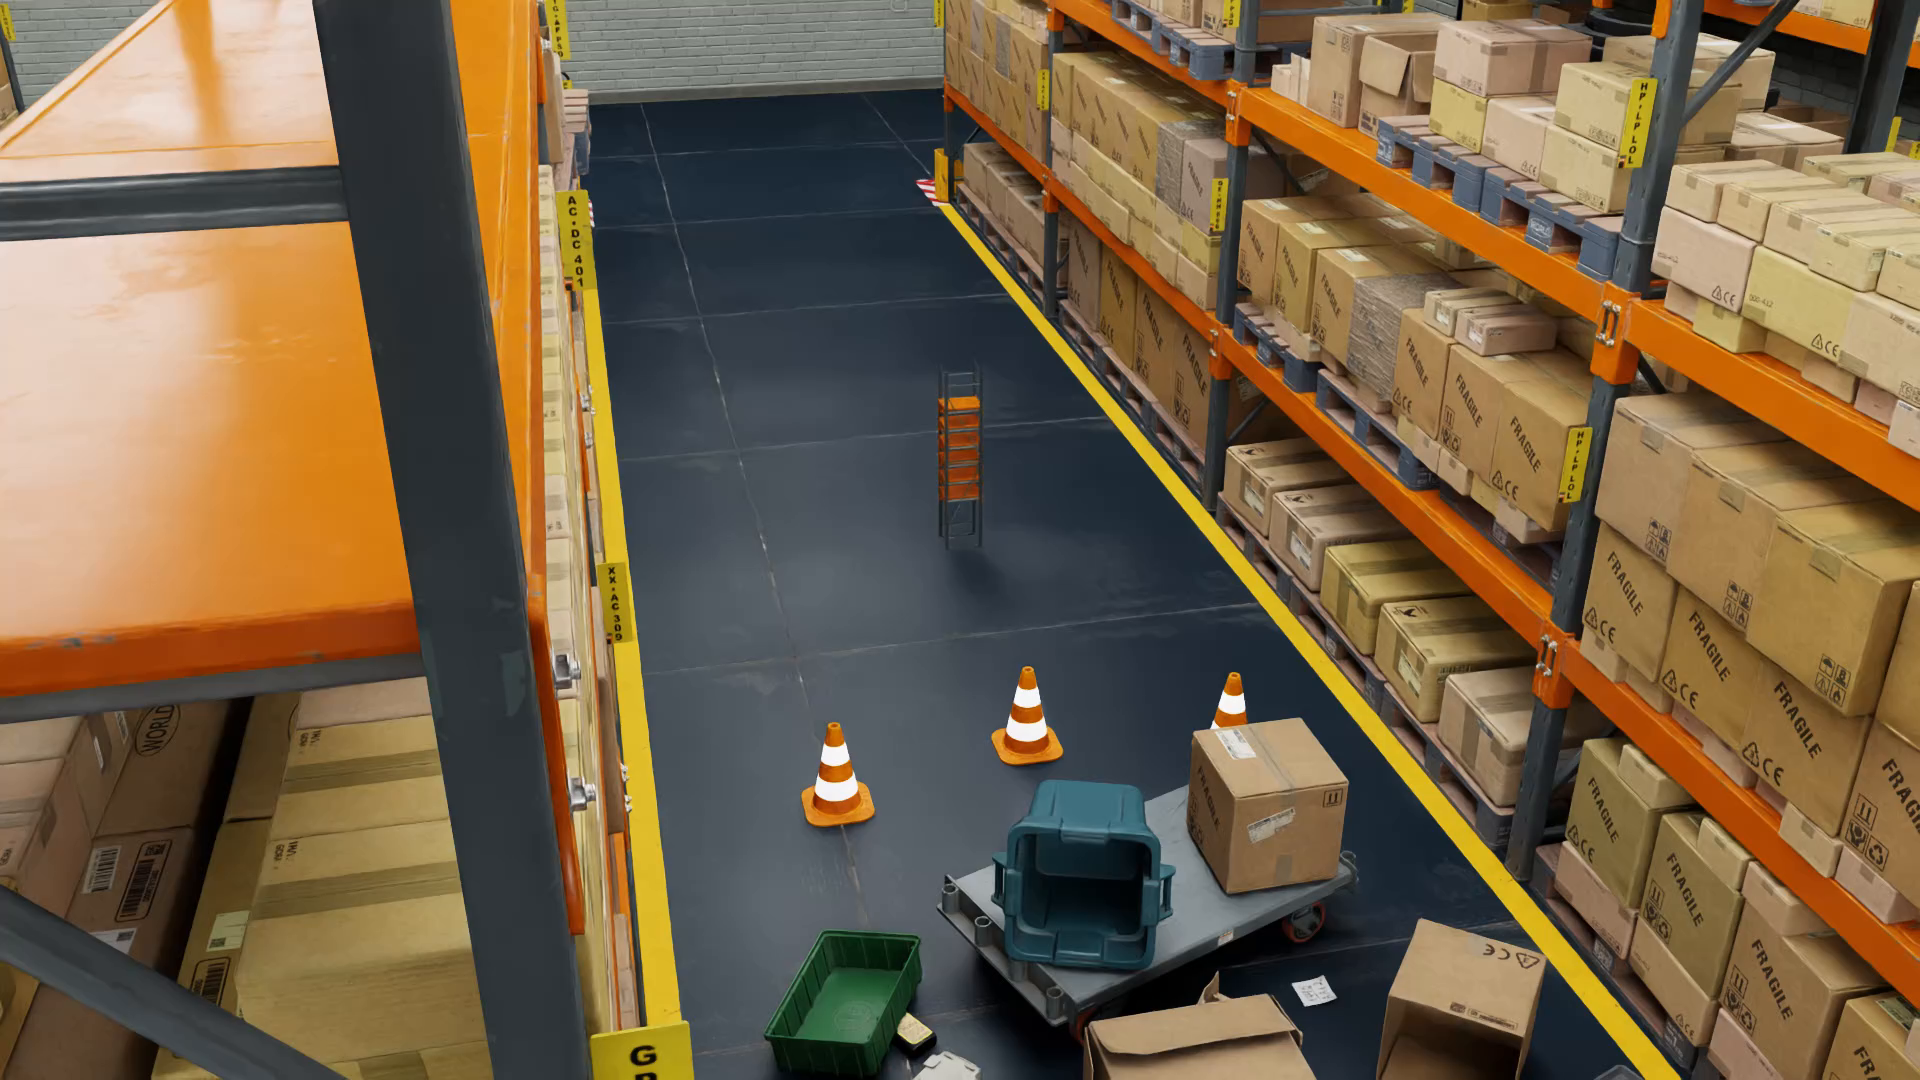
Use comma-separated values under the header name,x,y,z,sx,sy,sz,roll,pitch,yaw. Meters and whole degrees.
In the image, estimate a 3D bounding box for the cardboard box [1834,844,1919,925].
name,x,y,z,sx,sy,sz,roll,pitch,yaw
cardboard box,3.152,1.111,5.499,0.380,0.149,0.250,-6,27,-12

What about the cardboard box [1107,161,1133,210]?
name,x,y,z,sx,sy,sz,roll,pitch,yaw
cardboard box,1.401,-2.617,12.217,0.500,0.250,0.500,-7,28,-13

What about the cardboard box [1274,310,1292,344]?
name,x,y,z,sx,sy,sz,roll,pitch,yaw
cardboard box,2.069,-1.260,9.730,0.380,0.149,0.250,-8,28,-15

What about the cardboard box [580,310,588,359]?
name,x,y,z,sx,sy,sz,roll,pitch,yaw
cardboard box,-2.922,-1.455,11.780,0.500,0.250,0.500,-7,28,-14

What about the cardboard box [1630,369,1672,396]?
name,x,y,z,sx,sy,sz,roll,pitch,yaw
cardboard box,3.204,-0.442,7.390,0.500,0.500,0.500,-5,27,-10

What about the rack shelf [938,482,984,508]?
name,x,y,z,sx,sy,sz,roll,pitch,yaw
rack shelf,0.003,-0.275,10.595,0.258,0.103,0.180,-6,27,-12

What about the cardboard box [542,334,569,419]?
name,x,y,z,sx,sy,sz,roll,pitch,yaw
cardboard box,-1.034,-0.316,3.534,0.380,0.149,0.250,-6,27,-11

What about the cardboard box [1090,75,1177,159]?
name,x,y,z,sx,sy,sz,roll,pitch,yaw
cardboard box,1.299,-3.182,12.505,0.500,0.500,0.500,-7,28,-13

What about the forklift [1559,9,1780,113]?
name,x,y,z,sx,sy,sz,roll,pitch,yaw
forklift,4.945,-2.278,12.010,3.031,2.935,1.130,-11,29,-21

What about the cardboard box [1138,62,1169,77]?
name,x,y,z,sx,sy,sz,roll,pitch,yaw
cardboard box,1.697,-3.449,13.033,0.500,0.500,0.500,-5,27,-11

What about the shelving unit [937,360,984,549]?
name,x,y,z,sx,sy,sz,roll,pitch,yaw
shelving unit,0.003,-0.529,10.467,0.258,1.200,0.189,-6,27,-12

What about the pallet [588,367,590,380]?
name,x,y,z,sx,sy,sz,roll,pitch,yaw
pallet,-3.395,-1.221,12.935,1.003,0.211,1.213,-6,27,-12

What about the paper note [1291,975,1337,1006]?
name,x,y,z,sx,sy,sz,roll,pitch,yaw
paper note,1.488,1.889,6.974,0.148,0.019,0.142,-6,27,-12

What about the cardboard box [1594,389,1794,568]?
name,x,y,z,sx,sy,sz,roll,pitch,yaw
cardboard box,2.919,-0.251,6.368,0.700,0.500,0.500,-6,27,-12

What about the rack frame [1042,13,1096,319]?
name,x,y,z,sx,sy,sz,roll,pitch,yaw
rack frame,1.228,-3.355,14.067,1.000,3.000,0.127,-6,27,-12

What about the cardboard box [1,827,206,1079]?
name,x,y,z,sx,sy,sz,roll,pitch,yaw
cardboard box,-1.250,0.637,2.090,0.500,0.250,0.500,-6,27,-11

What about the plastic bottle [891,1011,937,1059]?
name,x,y,z,sx,sy,sz,roll,pitch,yaw
plastic bottle,-0.237,1.984,6.751,0.133,0.061,0.283,-23,35,-38

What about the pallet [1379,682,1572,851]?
name,x,y,z,sx,sy,sz,roll,pitch,yaw
pallet,2.854,1.061,8.414,1.003,0.211,1.213,-6,27,-12

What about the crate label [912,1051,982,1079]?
name,x,y,z,sx,sy,sz,roll,pitch,yaw
crate label,-0.058,2.113,6.411,0.250,0.136,0.298,19,32,32

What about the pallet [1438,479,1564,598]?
name,x,y,z,sx,sy,sz,roll,pitch,yaw
pallet,3.000,-0.107,7.846,1.003,0.211,1.213,-6,27,-12

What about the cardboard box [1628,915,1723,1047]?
name,x,y,z,sx,sy,sz,roll,pitch,yaw
cardboard box,3.032,1.717,6.605,0.500,0.250,0.500,-4,27,-9

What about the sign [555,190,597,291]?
name,x,y,z,sx,sy,sz,roll,pitch,yaw
sign,-1.229,-0.958,5.328,0.100,0.325,0.005,-6,27,-12

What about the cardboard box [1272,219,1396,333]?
name,x,y,z,sx,sy,sz,roll,pitch,yaw
cardboard box,2.130,-1.514,9.514,0.500,0.500,0.500,-5,27,-9

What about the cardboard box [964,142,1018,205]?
name,x,y,z,sx,sy,sz,roll,pitch,yaw
cardboard box,0.573,-3.875,17.475,0.875,0.438,0.875,-7,28,-13

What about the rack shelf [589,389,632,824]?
name,x,y,z,sx,sy,sz,roll,pitch,yaw
rack shelf,-2.220,0.148,7.927,1.077,0.370,4.000,-6,27,-12

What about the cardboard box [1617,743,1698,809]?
name,x,y,z,sx,sy,sz,roll,pitch,yaw
cardboard box,2.870,0.921,6.631,0.380,0.149,0.250,-6,27,-11

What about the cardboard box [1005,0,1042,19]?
name,x,y,z,sx,sy,sz,roll,pitch,yaw
cardboard box,0.622,-4.806,15.002,0.380,0.149,0.250,-7,28,-13

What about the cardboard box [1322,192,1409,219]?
name,x,y,z,sx,sy,sz,roll,pitch,yaw
cardboard box,2.503,-1.792,10.065,0.500,0.500,0.500,-7,28,-13

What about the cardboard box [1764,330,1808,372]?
name,x,y,z,sx,sy,sz,roll,pitch,yaw
cardboard box,3.030,-0.690,5.737,0.380,0.149,0.250,-6,27,-12

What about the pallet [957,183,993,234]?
name,x,y,z,sx,sy,sz,roll,pitch,yaw
pallet,0.583,-3.523,17.495,1.003,0.211,1.213,-6,27,-12

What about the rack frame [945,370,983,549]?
name,x,y,z,sx,sy,sz,roll,pitch,yaw
rack frame,0.024,-0.489,10.387,0.240,1.200,0.006,-6,27,-12

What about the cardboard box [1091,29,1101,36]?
name,x,y,z,sx,sy,sz,roll,pitch,yaw
cardboard box,1.336,-4.411,14.220,0.380,0.149,0.250,-6,27,-11

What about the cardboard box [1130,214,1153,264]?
name,x,y,z,sx,sy,sz,roll,pitch,yaw
cardboard box,1.534,-2.173,11.892,0.500,0.250,0.500,-6,27,-12

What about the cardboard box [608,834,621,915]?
name,x,y,z,sx,sy,sz,roll,pitch,yaw
cardboard box,-1.528,1.037,5.199,0.875,0.550,0.550,-6,27,-12

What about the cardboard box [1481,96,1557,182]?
name,x,y,z,sx,sy,sz,roll,pitch,yaw
cardboard box,2.649,-1.767,7.292,0.500,0.250,0.500,-6,27,-11

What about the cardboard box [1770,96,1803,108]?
name,x,y,z,sx,sy,sz,roll,pitch,yaw
cardboard box,6.248,-3.285,13.353,0.700,0.500,0.500,-6,27,-12

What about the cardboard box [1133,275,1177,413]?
name,x,y,z,sx,sy,sz,roll,pitch,yaw
cardboard box,1.858,-1.541,12.366,0.875,0.875,0.875,-6,27,-11

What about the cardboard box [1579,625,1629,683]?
name,x,y,z,sx,sy,sz,roll,pitch,yaw
cardboard box,2.789,0.440,6.827,0.380,0.149,0.250,-6,27,-12

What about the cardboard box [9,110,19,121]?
name,x,y,z,sx,sy,sz,roll,pitch,yaw
cardboard box,-8.928,-3.869,15.366,0.380,0.149,0.250,-5,27,-11

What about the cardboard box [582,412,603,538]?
name,x,y,z,sx,sy,sz,roll,pitch,yaw
cardboard box,-1.964,-0.263,7.830,0.500,0.500,0.500,-6,27,-11

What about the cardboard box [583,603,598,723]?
name,x,y,z,sx,sy,sz,roll,pitch,yaw
cardboard box,-0.917,0.264,3.270,0.380,0.149,0.250,-6,27,-12

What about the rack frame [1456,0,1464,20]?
name,x,y,z,sx,sy,sz,roll,pitch,yaw
rack frame,5.161,-5.616,18.548,1.000,3.000,0.127,-6,27,-12

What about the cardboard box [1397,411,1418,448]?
name,x,y,z,sx,sy,sz,roll,pitch,yaw
cardboard box,2.430,-0.565,8.353,0.380,0.149,0.250,-6,27,-12

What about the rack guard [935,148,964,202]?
name,x,y,z,sx,sy,sz,roll,pitch,yaw
rack guard,0.321,-4.005,18.130,1.175,0.500,0.348,-6,27,-12

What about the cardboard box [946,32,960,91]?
name,x,y,z,sx,sy,sz,roll,pitch,yaw
cardboard box,0.155,-4.915,17.049,0.500,0.500,0.500,-6,27,-12

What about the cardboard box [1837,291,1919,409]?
name,x,y,z,sx,sy,sz,roll,pitch,yaw
cardboard box,3.089,-0.580,5.077,0.500,0.250,0.500,-6,27,-11

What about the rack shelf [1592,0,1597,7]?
name,x,y,z,sx,sy,sz,roll,pitch,yaw
rack shelf,5.612,-5.756,16.295,1.077,0.370,4.000,-6,27,-12

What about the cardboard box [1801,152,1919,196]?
name,x,y,z,sx,sy,sz,roll,pitch,yaw
cardboard box,3.315,-1.309,6.078,0.380,0.149,0.250,-5,27,-11

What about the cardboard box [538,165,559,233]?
name,x,y,z,sx,sy,sz,roll,pitch,yaw
cardboard box,-1.376,-0.982,4.855,0.380,0.149,0.250,-6,27,-12

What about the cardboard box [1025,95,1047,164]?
name,x,y,z,sx,sy,sz,roll,pitch,yaw
cardboard box,0.874,-3.577,14.397,0.500,0.500,0.500,-6,27,-11

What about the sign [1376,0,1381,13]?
name,x,y,z,sx,sy,sz,roll,pitch,yaw
sign,4.633,-5.948,18.244,0.100,0.325,0.005,-6,27,-12

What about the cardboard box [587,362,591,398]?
name,x,y,z,sx,sy,sz,roll,pitch,yaw
cardboard box,-3.045,-1.355,12.413,0.500,0.500,0.500,-7,28,-13

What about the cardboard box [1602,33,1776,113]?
name,x,y,z,sx,sy,sz,roll,pitch,yaw
cardboard box,3.167,-2.040,7.280,0.500,0.250,0.500,-7,28,-13

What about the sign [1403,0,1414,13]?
name,x,y,z,sx,sy,sz,roll,pitch,yaw
sign,2.658,-3.223,9.903,0.100,0.325,0.005,-6,27,-12

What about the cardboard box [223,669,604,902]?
name,x,y,z,sx,sy,sz,roll,pitch,yaw
cardboard box,-0.842,0.363,2.633,0.500,0.250,0.500,-6,27,-12

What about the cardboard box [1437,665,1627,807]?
name,x,y,z,sx,sy,sz,roll,pitch,yaw
cardboard box,2.910,0.913,8.062,0.950,0.372,0.625,-6,27,-11

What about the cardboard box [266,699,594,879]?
name,x,y,z,sx,sy,sz,roll,pitch,yaw
cardboard box,-0.688,0.356,2.203,0.380,0.149,0.250,-6,27,-11

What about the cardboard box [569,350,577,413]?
name,x,y,z,sx,sy,sz,roll,pitch,yaw
cardboard box,-1.259,-0.403,4.593,0.380,0.149,0.250,-6,27,-11

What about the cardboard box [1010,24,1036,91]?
name,x,y,z,sx,sy,sz,roll,pitch,yaw
cardboard box,0.746,-4.248,14.617,0.500,0.500,0.500,-6,27,-12

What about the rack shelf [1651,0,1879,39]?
name,x,y,z,sx,sy,sz,roll,pitch,yaw
rack shelf,2.580,-2.899,7.749,1.077,0.370,4.000,-6,27,-12
